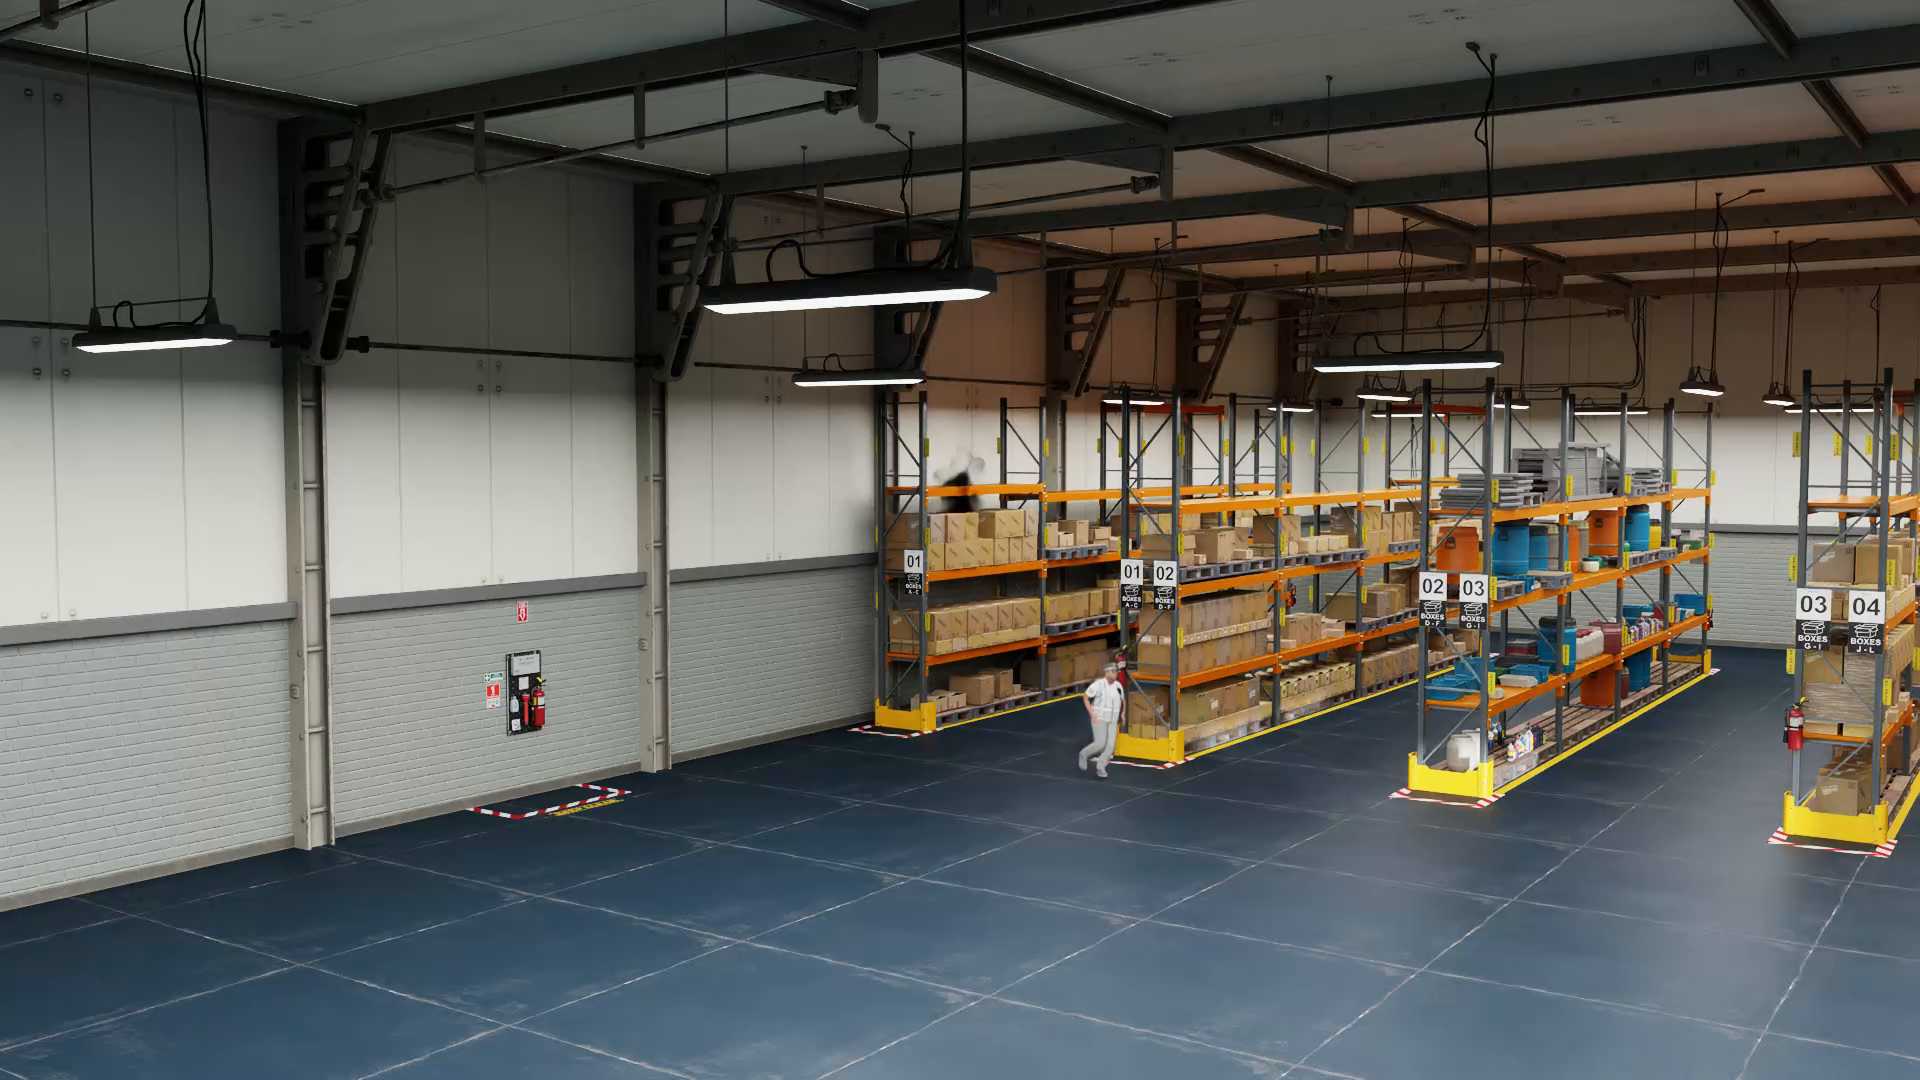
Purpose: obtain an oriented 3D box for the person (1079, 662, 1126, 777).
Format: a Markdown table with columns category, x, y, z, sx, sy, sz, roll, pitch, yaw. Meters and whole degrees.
| category | x | y | z | sx | sy | sz | roll | pitch | yaw |
| --- | --- | --- | --- | --- | --- | --- | --- | --- | --- |
| person | 2.234 | 2.728 | 25.499 | 0.718 | 1.723 | 0.599 | -2 | 4 | -29 |
